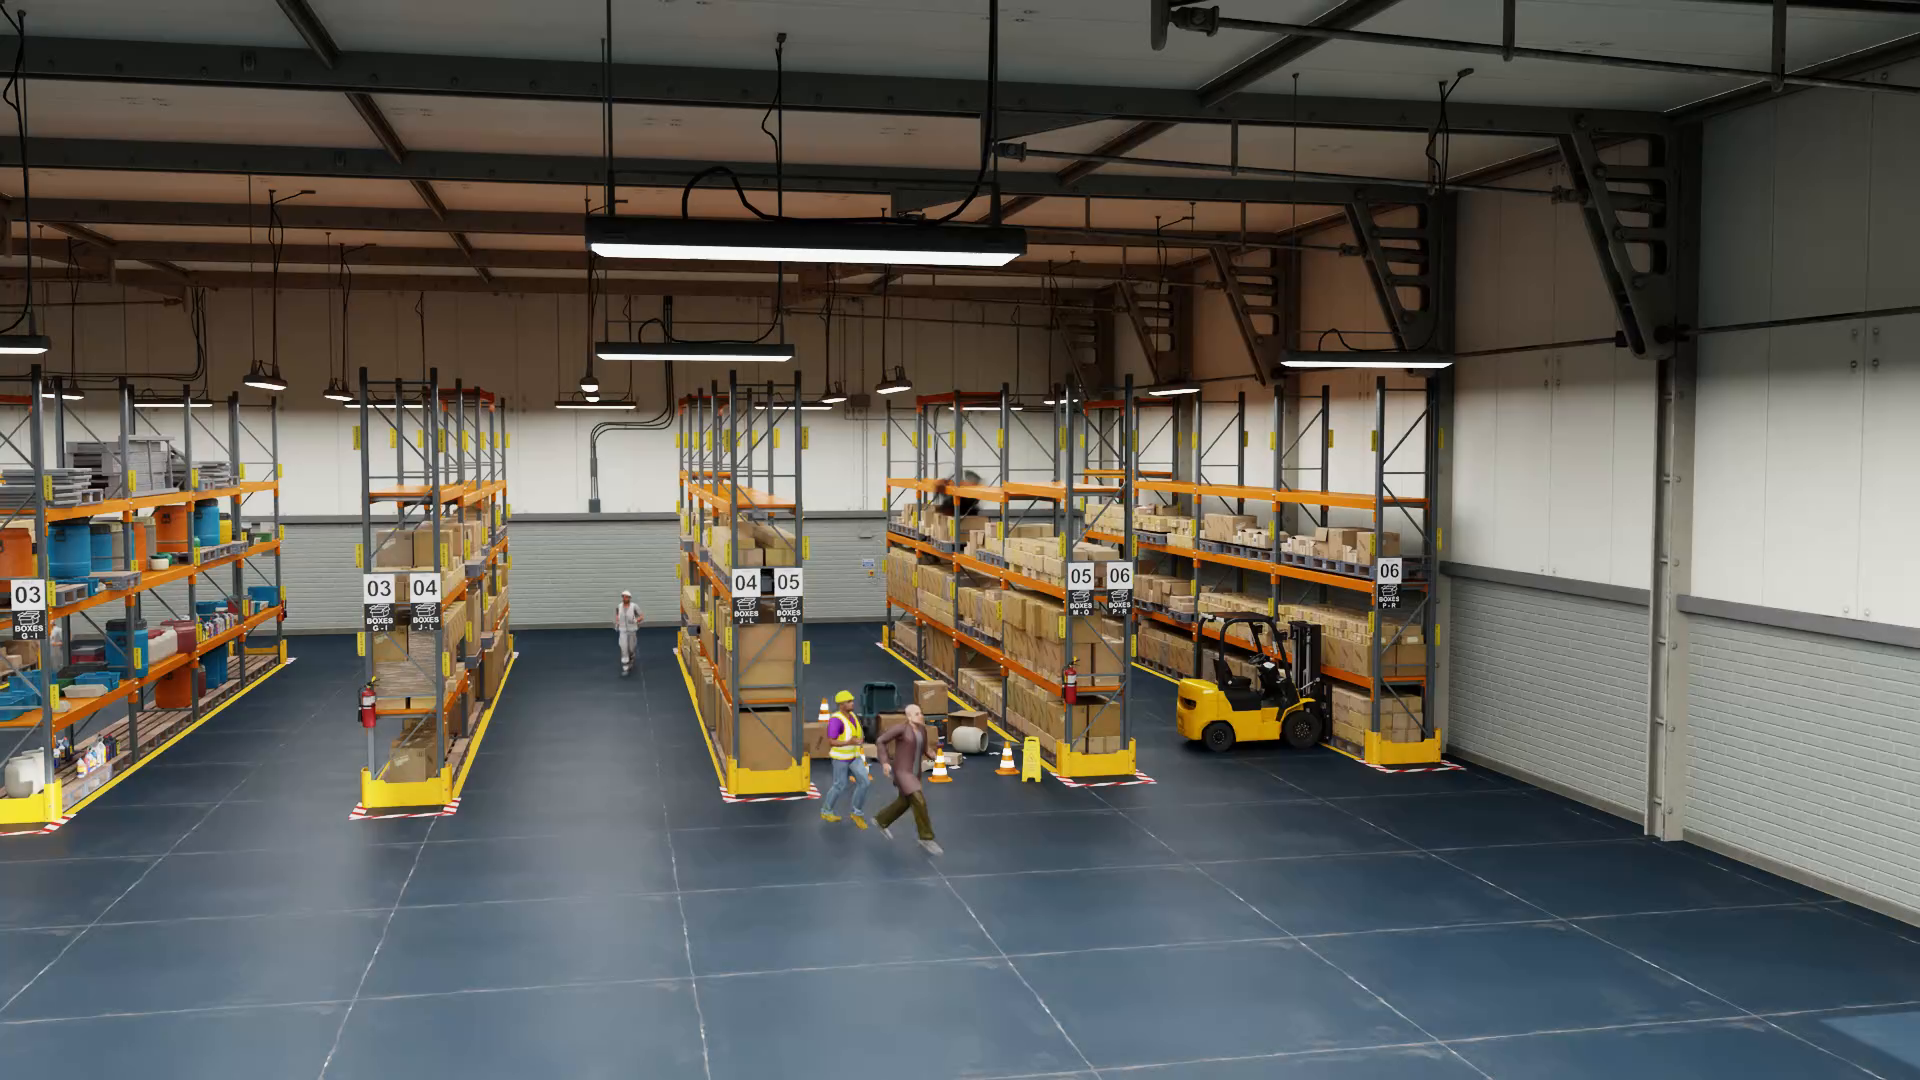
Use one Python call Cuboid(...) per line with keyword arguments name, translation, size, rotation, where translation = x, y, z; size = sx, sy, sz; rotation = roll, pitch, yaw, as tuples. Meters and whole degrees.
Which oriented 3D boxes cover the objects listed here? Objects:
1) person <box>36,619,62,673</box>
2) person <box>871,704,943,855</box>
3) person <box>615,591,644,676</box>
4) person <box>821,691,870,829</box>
Cuboid(name="person", translation=(-17.431, 2.258, 31.889), size=(0.560, 1.705, 0.908), rotation=(-1, 4, -21))
Cuboid(name="person", translation=(-0.663, 2.903, 20.377), size=(1.080, 1.809, 0.734), rotation=(2, 4, 35))
Cuboid(name="person", translation=(-7.109, 1.982, 35.706), size=(0.638, 1.796, 0.924), rotation=(0, 3, -3))
Cuboid(name="person", translation=(-1.475, 2.850, 21.486), size=(0.762, 1.824, 0.672), rotation=(2, 4, 35))
